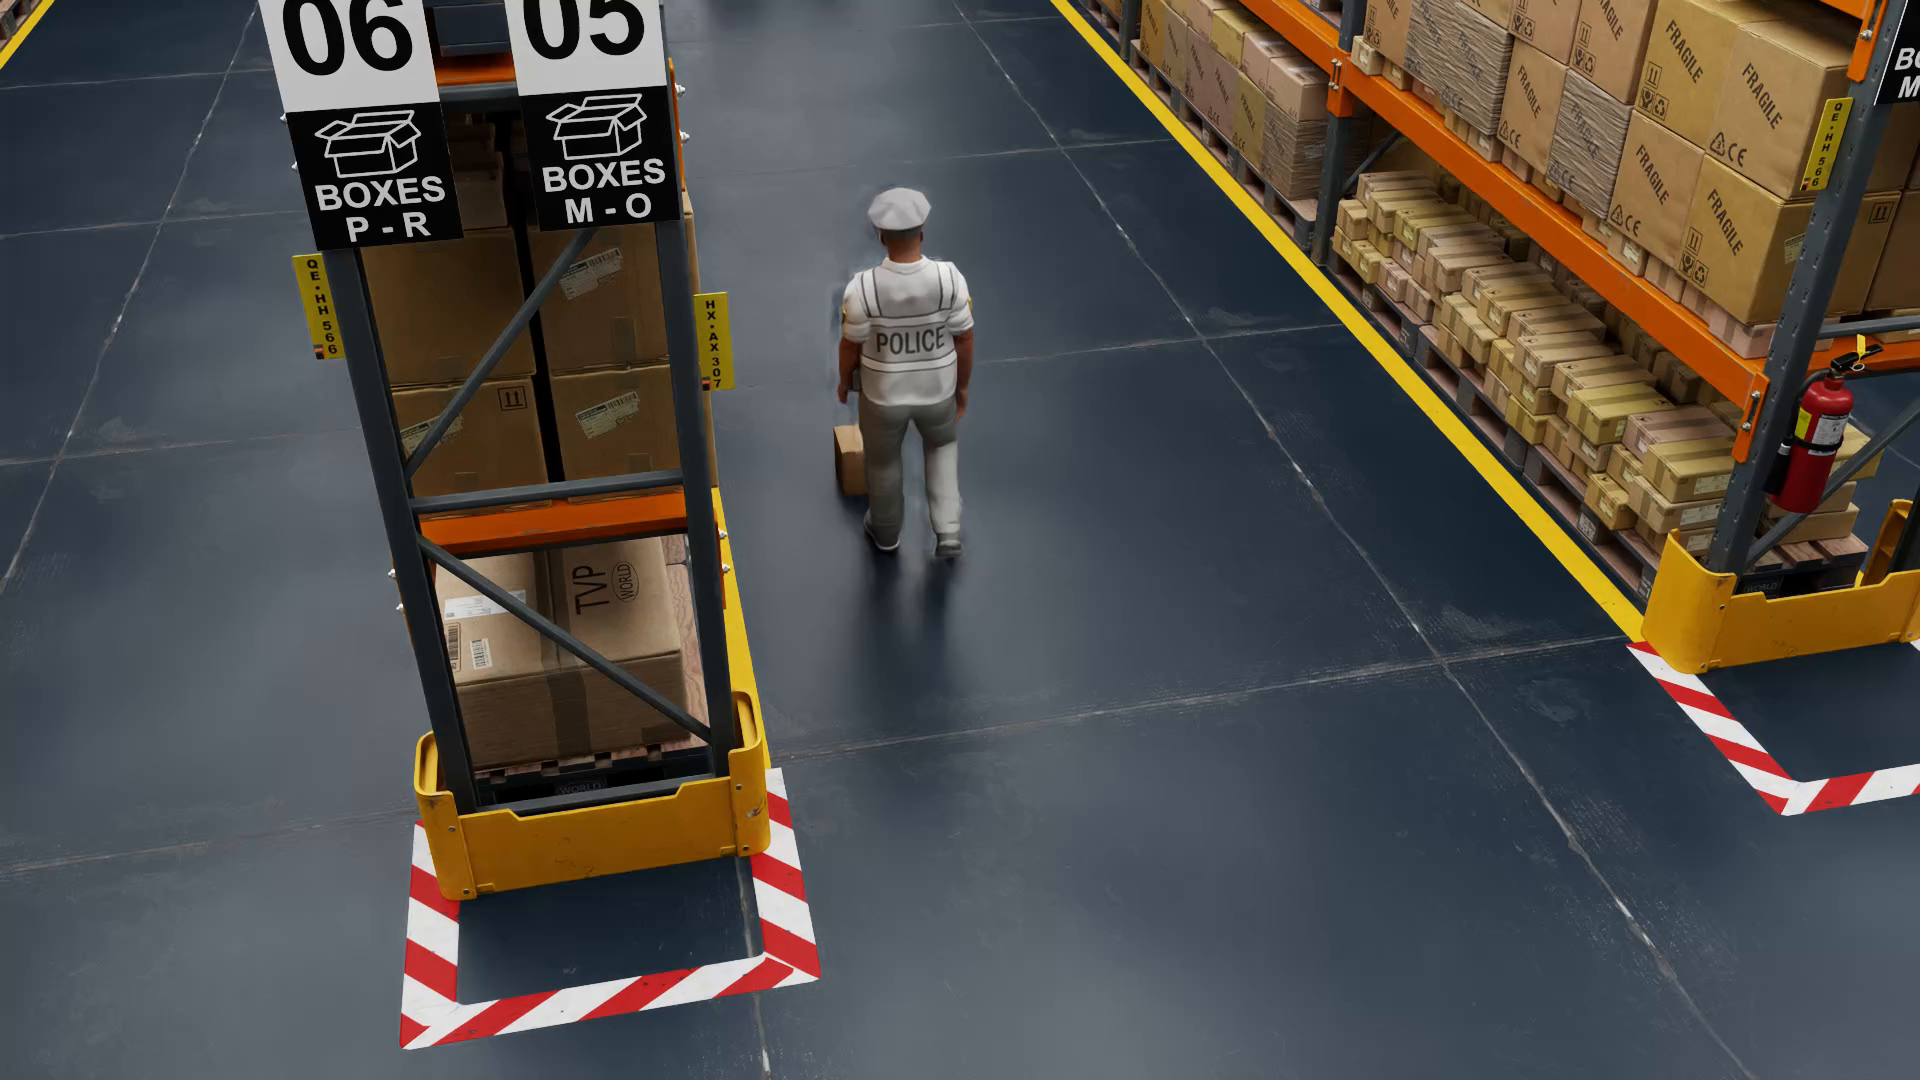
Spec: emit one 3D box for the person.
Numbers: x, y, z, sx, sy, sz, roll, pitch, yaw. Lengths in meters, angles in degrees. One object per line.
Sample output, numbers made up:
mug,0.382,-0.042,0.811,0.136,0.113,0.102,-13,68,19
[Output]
person,-0.241,-0.678,7.106,0.560,1.764,0.624,-7,35,-10
